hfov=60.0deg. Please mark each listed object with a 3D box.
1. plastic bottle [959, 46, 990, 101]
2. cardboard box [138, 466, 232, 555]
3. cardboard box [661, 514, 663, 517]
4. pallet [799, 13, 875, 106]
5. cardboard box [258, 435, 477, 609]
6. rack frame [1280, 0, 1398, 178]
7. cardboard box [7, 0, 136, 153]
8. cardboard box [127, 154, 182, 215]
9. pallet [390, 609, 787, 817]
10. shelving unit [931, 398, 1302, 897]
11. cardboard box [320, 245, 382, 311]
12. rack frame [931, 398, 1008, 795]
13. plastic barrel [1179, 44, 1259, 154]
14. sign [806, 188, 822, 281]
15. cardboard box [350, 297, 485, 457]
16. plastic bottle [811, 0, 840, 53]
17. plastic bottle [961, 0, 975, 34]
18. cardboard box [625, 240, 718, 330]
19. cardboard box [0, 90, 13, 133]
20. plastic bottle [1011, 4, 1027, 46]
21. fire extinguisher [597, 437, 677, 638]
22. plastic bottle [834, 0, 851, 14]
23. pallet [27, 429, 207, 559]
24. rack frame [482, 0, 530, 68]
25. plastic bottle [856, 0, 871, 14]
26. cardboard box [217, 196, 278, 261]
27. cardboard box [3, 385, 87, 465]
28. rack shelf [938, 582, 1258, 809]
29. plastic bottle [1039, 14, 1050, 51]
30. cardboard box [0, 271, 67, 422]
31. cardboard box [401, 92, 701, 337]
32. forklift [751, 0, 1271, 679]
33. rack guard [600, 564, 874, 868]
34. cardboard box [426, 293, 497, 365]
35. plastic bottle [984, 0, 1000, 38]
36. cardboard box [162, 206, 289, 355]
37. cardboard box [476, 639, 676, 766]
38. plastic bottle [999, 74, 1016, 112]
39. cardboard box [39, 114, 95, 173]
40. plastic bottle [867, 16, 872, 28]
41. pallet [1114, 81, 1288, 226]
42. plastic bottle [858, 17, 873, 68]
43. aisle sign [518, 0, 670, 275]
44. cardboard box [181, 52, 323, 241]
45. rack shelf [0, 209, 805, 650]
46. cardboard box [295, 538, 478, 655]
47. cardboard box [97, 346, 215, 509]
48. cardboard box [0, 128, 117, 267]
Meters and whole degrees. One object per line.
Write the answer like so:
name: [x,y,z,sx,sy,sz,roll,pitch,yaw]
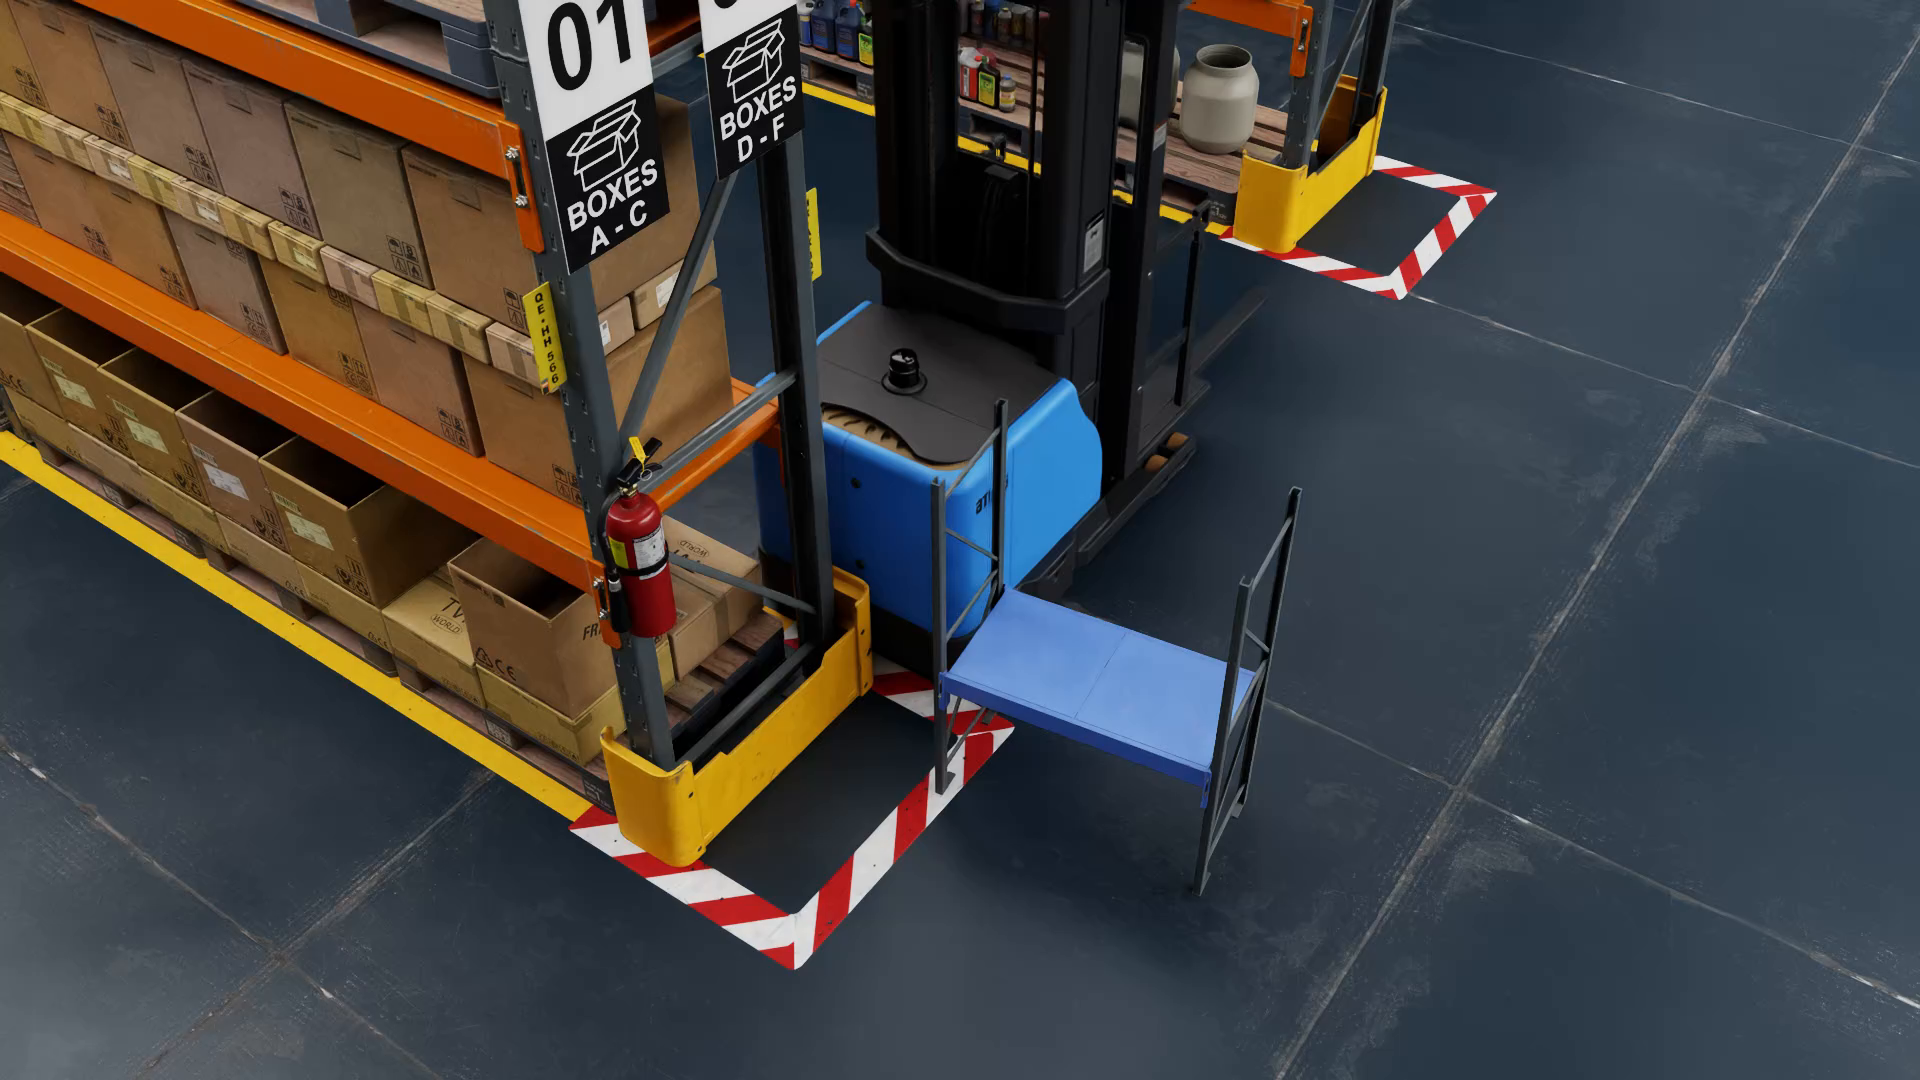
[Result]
plastic bottle: [0.088,-2.751,9.787,0.135,0.276,0.152,25,48,26]
cardboard box: [-3.070,-0.255,7.033,0.500,0.250,0.500,25,48,25]
cardboard box: [-1.536,0.028,6.716,0.500,0.250,0.500,25,48,25]
pallet: [-0.715,-3.239,10.711,1.213,0.211,1.003,25,48,25]
cardboard box: [-2.251,-0.153,6.356,0.500,0.500,0.500,25,48,25]
rack frame: [2.034,-3.026,8.383,0.127,3.000,1.000,25,48,25]
cardboard box: [-2.897,-1.825,5.992,0.500,0.500,0.700,25,48,25]
cardboard box: [-2.709,-1.334,5.930,0.250,0.149,0.380,25,47,25]
pallet: [-1.464,0.446,6.594,1.213,0.211,1.003,25,48,25]
shelving unit: [0.487,0.391,5.688,1.048,1.500,0.538,19,45,20]
cardboard box: [-1.865,-0.940,5.489,0.250,0.149,0.380,26,48,26]
rack frame: [0.033,0.238,5.859,0.032,1.500,0.500,19,45,20]
plastic barrel: [1.451,-2.466,9.307,0.421,0.512,0.421,0,42,0]
sign: [-0.490,-0.976,5.383,0.005,0.325,0.100,25,48,25]
cardboard box: [-1.621,-0.745,5.758,0.500,0.500,0.700,26,48,26]
plastic bottle: [-0.819,-3.199,10.232,0.185,0.351,0.144,26,48,26]
plastic bottle: [0.004,-3.356,10.464,0.135,0.276,0.152,26,48,26]
cardboard box: [-1.011,-0.870,5.412,0.250,0.149,0.380,25,47,25]
cardboard box: [-3.562,-1.732,6.374,0.250,0.149,0.380,24,47,24]
plastic bottle: [0.366,-3.207,10.301,0.097,0.271,0.097,0,42,0]
fire extinguisher: [-0.983,0.004,5.054,0.183,0.674,0.296,25,48,25]
plastic bottle: [-0.736,-3.278,10.320,0.185,0.351,0.144,25,48,25]
pallet: [-3.461,-0.489,7.638,1.213,0.211,1.003,25,48,25]
rack frame: [-0.814,-2.559,3.362,0.127,3.000,1.000,25,48,25]
plastic bottle: [-0.631,-3.567,10.643,0.185,0.351,0.144,25,48,25]
cardboard box: [-2.297,-1.140,5.713,0.250,0.149,0.380,26,48,26]
cardboard box: [-3.883,-0.644,7.467,0.500,0.250,0.500,25,48,25]
rack shelf: [0.487,0.525,5.808,1.000,0.185,0.538,19,45,20]
plastic bottle: [0.553,-3.139,10.216,0.133,0.283,0.061,26,48,26]
cardboard box: [-3.889,-0.918,7.211,0.500,0.500,0.500,25,48,25]
cardboard box: [-1.232,-1.050,5.126,0.500,0.500,0.700,25,48,25]
forklift: [0.423,-1.476,6.701,1.130,2.935,3.031,25,47,25]
rack guard: [-0.794,0.617,6.185,0.348,0.500,1.175,25,48,25]
cardboard box: [-1.451,-0.744,5.271,0.250,0.149,0.380,26,48,26]
plastic bottle: [0.200,-3.285,10.388,0.097,0.271,0.097,0,42,0]
cardboard box: [-2.457,-1.138,6.197,0.500,0.500,0.700,27,48,27]
cardboard box: [-1.422,0.501,6.188,0.500,0.250,0.500,25,48,25]
plastic bottle: [0.278,-2.611,9.688,0.097,0.201,0.097,0,42,0]
cardboard box: [-3.143,-1.535,6.155,0.250,0.149,0.380,24,47,24]
plastic bottle: [-0.522,-3.061,10.138,0.097,0.271,0.097,0,42,0]
pallet: [1.282,-2.305,9.667,1.213,0.211,1.003,25,48,25]
plastic bottle: [-0.553,-3.016,10.078,0.133,0.283,0.061,27,48,27]
aisle sign: [-0.928,-1.107,4.288,0.004,0.787,0.394,25,48,25]
cardboard box: [-2.079,-1.441,5.563,0.500,0.500,0.700,25,48,25]
rack shelf: [-2.451,-0.821,6.458,4.000,0.370,1.077,25,48,25]
cardboard box: [-2.249,0.125,6.608,0.500,0.250,0.500,25,48,25]
cardboard box: [-3.070,-0.535,6.783,0.500,0.500,0.500,25,48,25]
cardboard box: [-3.286,-1.528,6.633,0.500,0.500,0.700,25,47,25]
